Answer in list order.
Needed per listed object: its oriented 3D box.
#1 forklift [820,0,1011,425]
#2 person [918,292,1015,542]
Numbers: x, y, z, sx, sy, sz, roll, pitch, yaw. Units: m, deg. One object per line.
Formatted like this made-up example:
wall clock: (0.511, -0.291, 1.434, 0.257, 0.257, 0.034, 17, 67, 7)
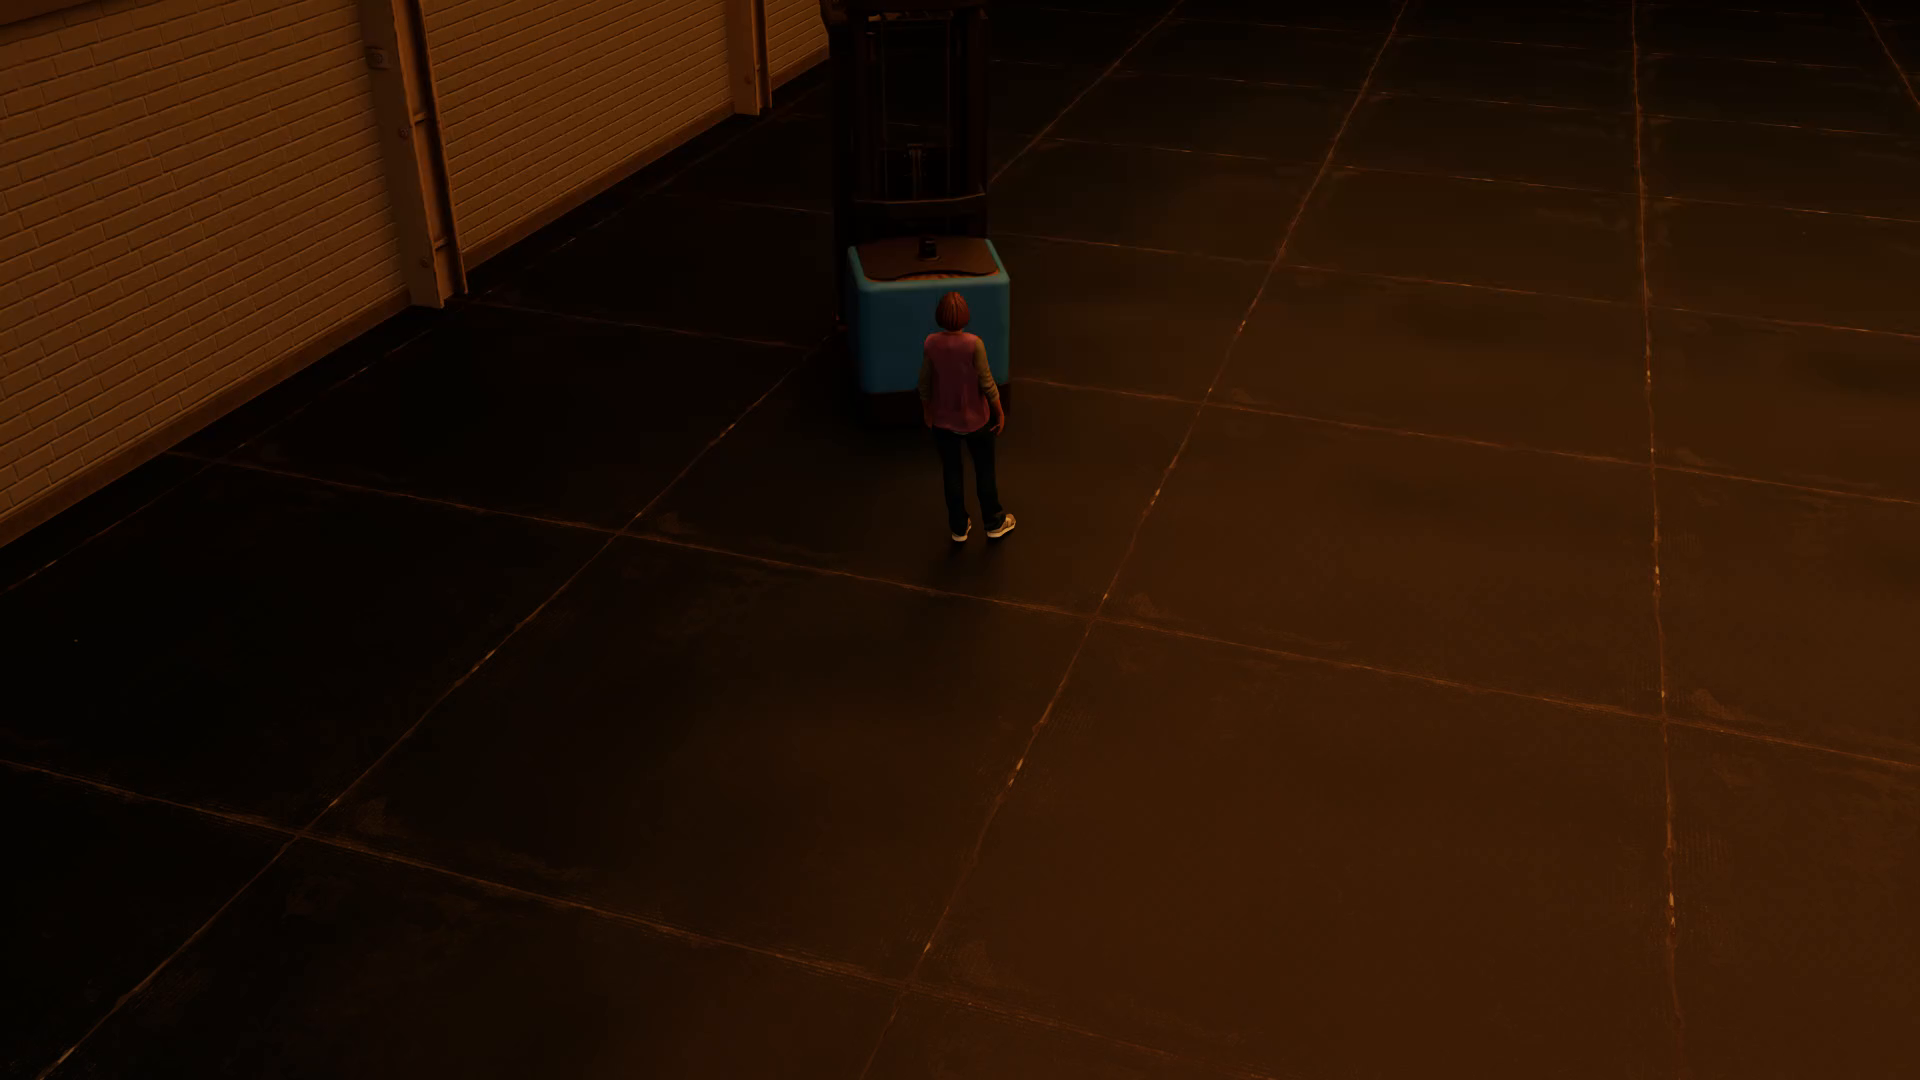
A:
forklift: (-0.389, -2.764, 11.985, 1.130, 2.935, 3.031, -4, 30, -8)
person: (0.037, -0.733, 9.755, 0.521, 1.599, 0.473, 10, 31, 16)
